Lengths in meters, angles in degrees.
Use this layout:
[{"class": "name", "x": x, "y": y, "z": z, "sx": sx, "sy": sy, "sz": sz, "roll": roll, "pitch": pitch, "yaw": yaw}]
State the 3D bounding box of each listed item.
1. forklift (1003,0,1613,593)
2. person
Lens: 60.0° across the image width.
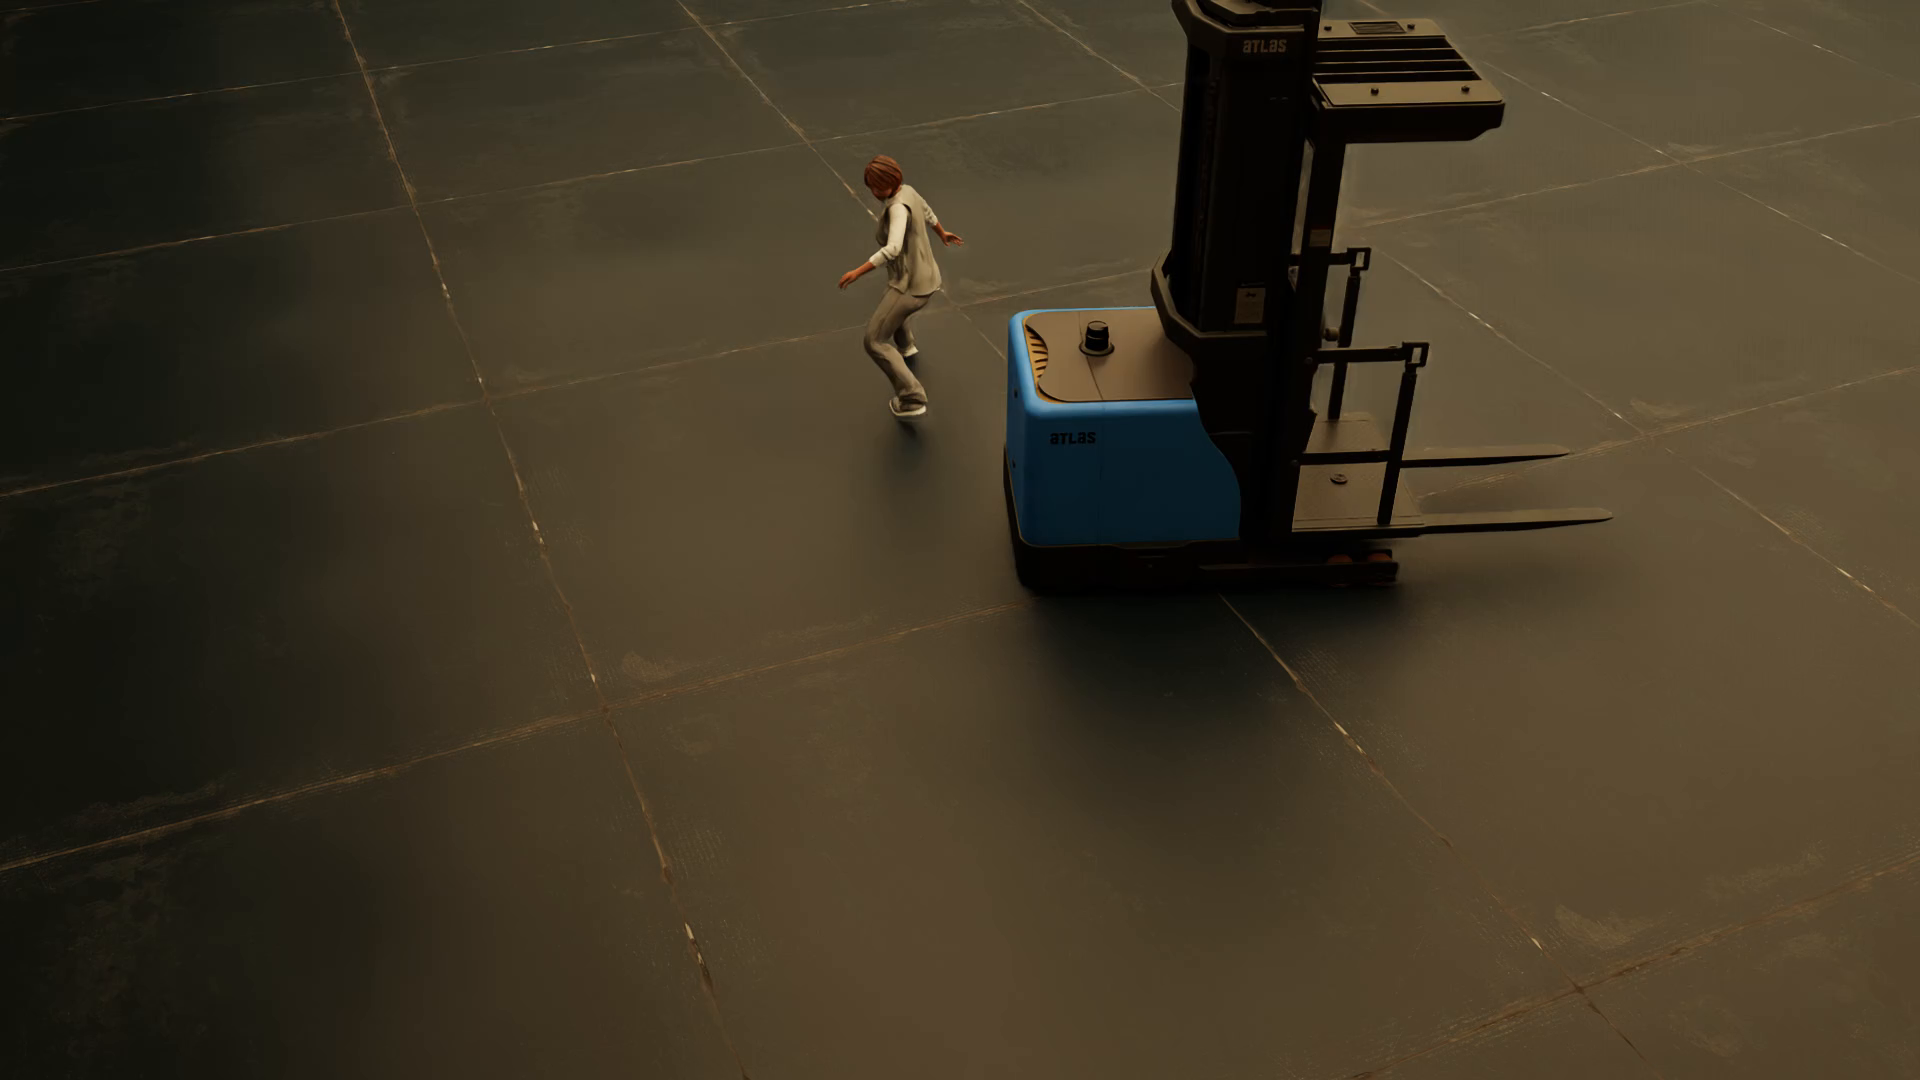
[{"class": "forklift", "x": 1.772, "y": -1.261, "z": 7.872, "sx": 3.031, "sy": 2.935, "sz": 1.130, "roll": -2, "pitch": 35, "yaw": -3}, {"class": "person", "x": -0.308, "y": -1.475, "z": 9.531, "sx": 0.496, "sy": 1.521, "sz": 0.985, "roll": 9, "pitch": 36, "yaw": 13}]
